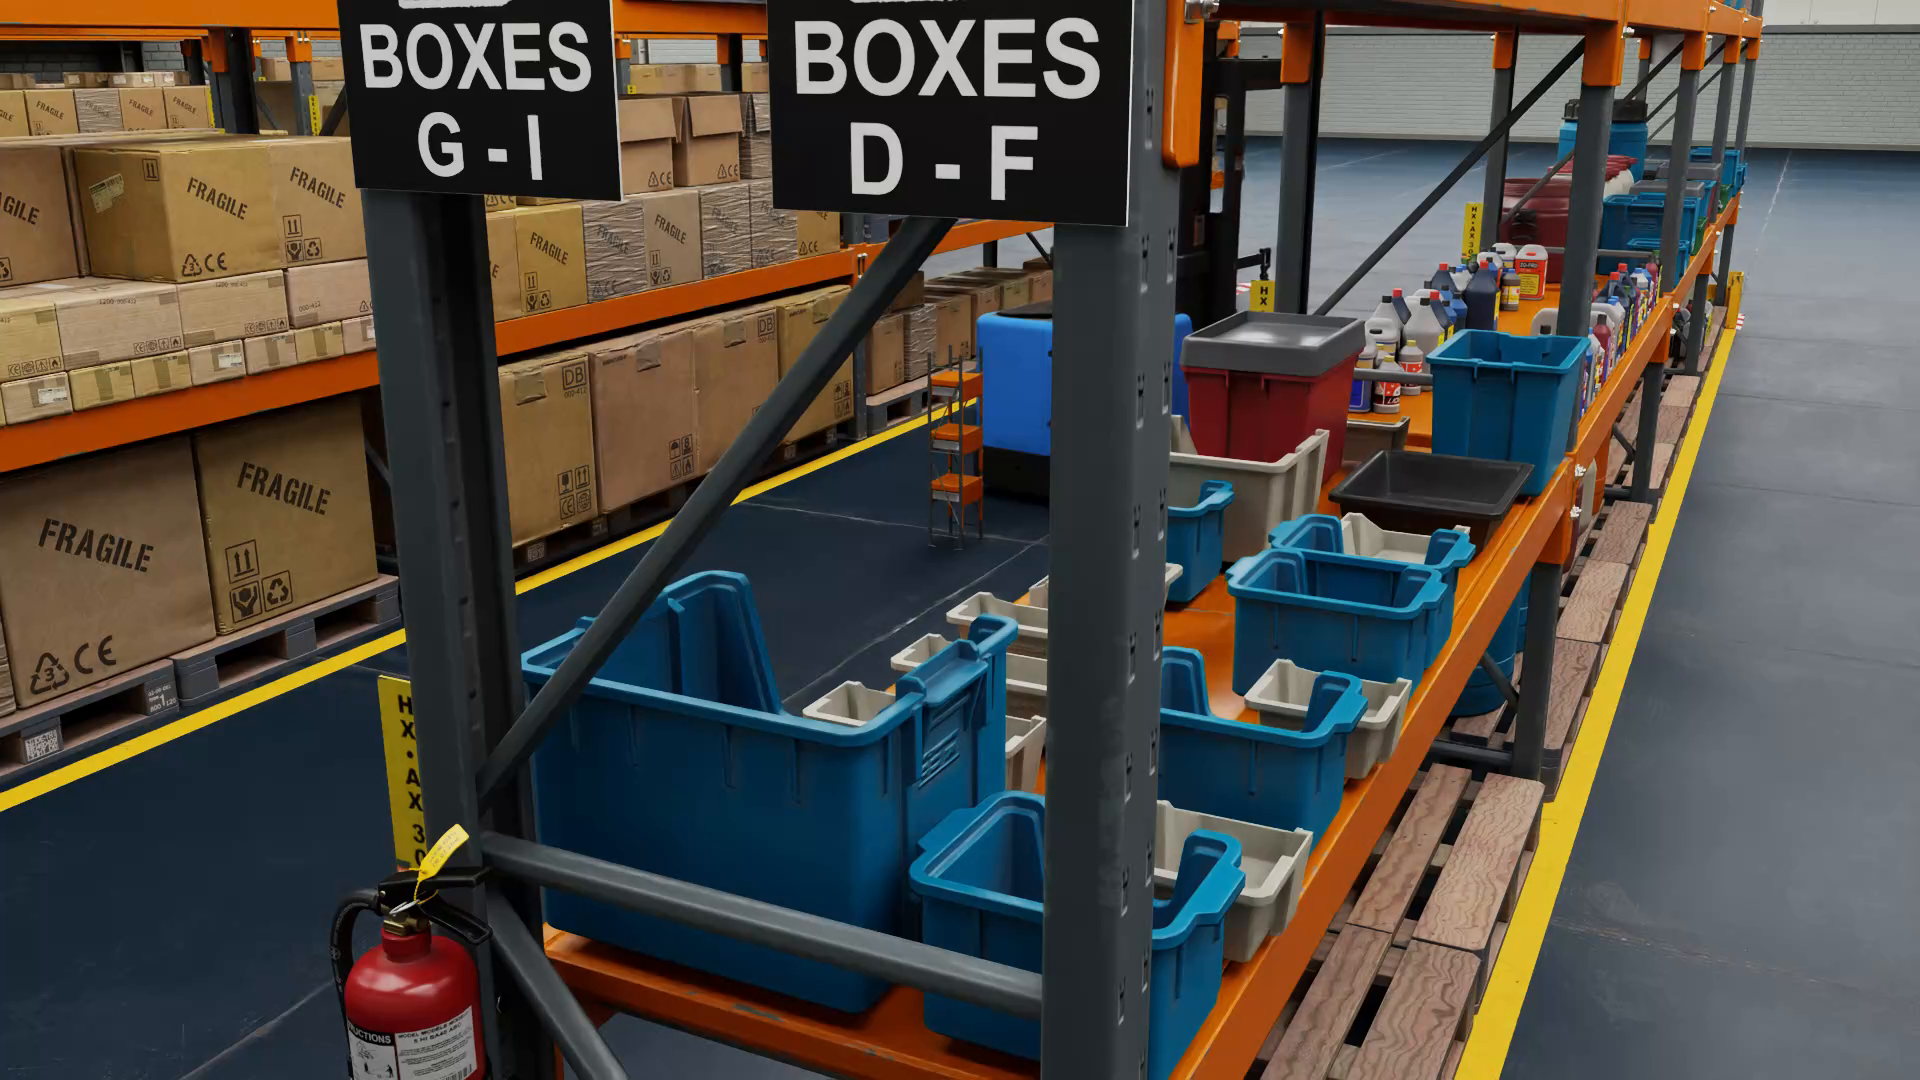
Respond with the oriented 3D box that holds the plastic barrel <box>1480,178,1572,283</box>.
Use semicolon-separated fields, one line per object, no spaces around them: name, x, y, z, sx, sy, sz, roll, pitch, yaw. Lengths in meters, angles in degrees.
plastic barrel;3.259;-1.768;9.470;0.600;0.536;0.708;8;18;25

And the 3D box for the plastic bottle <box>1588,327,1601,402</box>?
plastic bottle;2.323;-0.654;6.185;0.097;0.271;0.097;0;17;0

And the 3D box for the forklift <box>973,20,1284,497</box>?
forklift;1.350;-1.942;10.417;1.130;2.935;3.031;12;20;34

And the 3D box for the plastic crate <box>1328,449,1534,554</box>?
plastic crate;1.276;-0.105;4.487;0.437;0.125;0.590;8;18;25

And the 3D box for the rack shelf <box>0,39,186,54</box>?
rack shelf;-11.735;-6.689;22.272;1.077;0.370;4.000;8;18;25

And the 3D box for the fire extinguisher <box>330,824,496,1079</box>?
fire extinguisher;-0.726;0.688;2.230;0.296;0.674;0.183;8;18;25

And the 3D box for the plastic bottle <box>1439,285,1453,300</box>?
plastic bottle;2.116;-0.981;7.286;0.097;0.271;0.097;0;17;0

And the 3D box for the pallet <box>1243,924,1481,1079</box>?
pallet;0.698;1.314;4.231;1.003;0.211;1.213;8;18;25

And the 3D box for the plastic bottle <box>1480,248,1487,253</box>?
plastic bottle;2.652;-1.343;8.483;0.061;0.283;0.133;8;18;25

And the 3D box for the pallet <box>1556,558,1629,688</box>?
pallet;2.461;0.306;7.622;1.003;0.211;1.213;8;18;25

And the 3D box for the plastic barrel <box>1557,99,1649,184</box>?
plastic barrel;4.666;-2.745;12.119;0.600;0.901;0.708;8;18;25

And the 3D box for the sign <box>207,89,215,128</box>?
sign;-5.998;-3.458;13.365;0.100;0.325;0.005;8;18;25

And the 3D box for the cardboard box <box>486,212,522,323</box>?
cardboard box;-2.466;-1.291;7.926;0.500;0.500;0.500;8;18;26

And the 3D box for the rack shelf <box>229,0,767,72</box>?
rack shelf;-2.002;-2.760;9.043;1.077;0.370;4.000;8;18;25

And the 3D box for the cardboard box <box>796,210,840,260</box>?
cardboard box;-1.107;-2.067;10.540;0.500;0.500;0.500;9;19;27

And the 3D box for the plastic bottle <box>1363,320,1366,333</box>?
plastic bottle;1.485;-0.678;6.242;0.061;0.283;0.133;8;18;25

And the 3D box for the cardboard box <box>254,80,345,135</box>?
cardboard box;-5.291;-3.473;13.519;0.700;0.500;0.500;8;18;25

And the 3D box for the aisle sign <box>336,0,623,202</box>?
aisle sign;-0.546;-0.774;1.795;0.394;0.787;0.004;8;18;25

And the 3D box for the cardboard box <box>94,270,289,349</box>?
cardboard box;-3.087;-0.950;6.696;0.500;0.250;0.500;9;19;27

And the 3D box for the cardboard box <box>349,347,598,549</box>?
cardboard box;-2.628;-0.506;8.453;1.225;0.875;0.875;8;18;26

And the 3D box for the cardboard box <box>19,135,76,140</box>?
cardboard box;-6.466;-2.771;11.745;0.380;0.149;0.250;9;19;27

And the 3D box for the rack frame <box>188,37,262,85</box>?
rack frame;-8.187;-4.456;18.759;1.000;3.000;0.127;8;18;25

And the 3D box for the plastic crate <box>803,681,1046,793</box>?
plastic crate;-0.050;0.358;2.907;0.396;0.136;0.243;8;18;25

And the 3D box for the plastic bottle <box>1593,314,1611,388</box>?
plastic bottle;2.478;-0.737;6.441;0.061;0.283;0.133;8;18;25

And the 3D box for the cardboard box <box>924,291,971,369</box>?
cardboard box;-0.343;-1.650;12.930;0.700;0.500;0.500;10;19;30

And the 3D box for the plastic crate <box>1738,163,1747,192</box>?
plastic crate;6.941;-3.347;15.286;0.499;0.251;0.616;8;18;25

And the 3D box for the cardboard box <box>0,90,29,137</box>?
cardboard box;-9.339;-4.048;15.949;0.500;0.500;0.500;9;19;28

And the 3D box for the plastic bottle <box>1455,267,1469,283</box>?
plastic bottle;2.351;-1.154;7.867;0.097;0.271;0.097;0;17;0

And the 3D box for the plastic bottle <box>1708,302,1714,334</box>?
plastic bottle;6.332;-1.905;14.180;0.152;0.276;0.135;8;18;26

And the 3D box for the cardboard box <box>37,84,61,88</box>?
cardboard box;-11.872;-5.828;21.541;0.380;0.149;0.250;9;19;27

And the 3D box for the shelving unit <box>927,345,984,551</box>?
shelving unit;-0.024;-0.490;8.829;0.215;1.050;0.252;8;18;25

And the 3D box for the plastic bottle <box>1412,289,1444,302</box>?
plastic bottle;1.975;-0.924;7.086;0.152;0.276;0.135;8;18;25

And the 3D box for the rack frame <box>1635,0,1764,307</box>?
rack frame;6.897;-3.584;15.822;1.000;3.000;0.127;8;18;25

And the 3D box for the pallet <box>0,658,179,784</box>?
pallet;-3.849;0.675;6.381;1.003;0.211;1.213;8;18;25

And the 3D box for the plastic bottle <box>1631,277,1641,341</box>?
plastic bottle;3.013;-1.042;7.469;0.061;0.283;0.133;8;18;25

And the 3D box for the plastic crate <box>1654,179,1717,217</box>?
plastic crate;4.895;-2.237;11.315;0.392;0.384;0.575;8;18;25

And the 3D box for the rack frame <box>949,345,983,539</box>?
rack frame;0.031;-0.521;8.934;0.200;1.050;0.008;8;18;25

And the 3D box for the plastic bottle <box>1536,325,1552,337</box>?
plastic bottle;2.001;-0.562;5.736;0.144;0.351;0.185;8;18;25

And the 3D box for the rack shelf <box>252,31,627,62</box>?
rack shelf;-4.607;-4.436;14.685;1.077;0.370;4.000;8;18;25

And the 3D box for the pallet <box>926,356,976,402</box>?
pallet;-0.211;-1.348;13.192;1.003;0.211;1.213;8;18;25

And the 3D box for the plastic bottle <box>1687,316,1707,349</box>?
plastic bottle;5.926;-1.707;13.383;0.144;0.351;0.185;7;18;23

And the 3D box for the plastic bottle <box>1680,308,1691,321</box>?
plastic bottle;5.973;-1.792;13.800;0.152;0.276;0.135;8;18;25

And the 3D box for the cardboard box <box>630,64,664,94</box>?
cardboard box;-3.517;-4.531;16.851;0.875;0.550;0.550;8;18;25

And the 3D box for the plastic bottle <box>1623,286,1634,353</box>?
plastic bottle;2.871;-0.961;7.196;0.061;0.283;0.133;8;18;25

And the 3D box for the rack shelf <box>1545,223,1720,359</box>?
rack shelf;4.216;-1.711;10.779;1.077;0.370;4.000;8;18;25

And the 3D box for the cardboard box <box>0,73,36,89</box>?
cardboard box;-9.495;-4.592;16.643;0.380;0.149;0.250;7;18;23

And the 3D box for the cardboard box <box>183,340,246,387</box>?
cardboard box;-3.083;-0.721;6.625;0.380;0.149;0.250;8;19;26

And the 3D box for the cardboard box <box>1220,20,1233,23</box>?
cardboard box;2.478;-5.425;17.016;0.500;0.250;0.500;9;19;27

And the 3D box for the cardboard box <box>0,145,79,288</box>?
cardboard box;-3.794;-1.241;6.357;0.500;0.500;0.500;7;18;24

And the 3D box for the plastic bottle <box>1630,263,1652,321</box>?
plastic bottle;3.266;-1.192;7.994;0.097;0.271;0.097;0;17;0

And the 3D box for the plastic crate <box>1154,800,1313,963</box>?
plastic crate;0.370;0.497;2.440;0.250;0.136;0.298;8;18;25
